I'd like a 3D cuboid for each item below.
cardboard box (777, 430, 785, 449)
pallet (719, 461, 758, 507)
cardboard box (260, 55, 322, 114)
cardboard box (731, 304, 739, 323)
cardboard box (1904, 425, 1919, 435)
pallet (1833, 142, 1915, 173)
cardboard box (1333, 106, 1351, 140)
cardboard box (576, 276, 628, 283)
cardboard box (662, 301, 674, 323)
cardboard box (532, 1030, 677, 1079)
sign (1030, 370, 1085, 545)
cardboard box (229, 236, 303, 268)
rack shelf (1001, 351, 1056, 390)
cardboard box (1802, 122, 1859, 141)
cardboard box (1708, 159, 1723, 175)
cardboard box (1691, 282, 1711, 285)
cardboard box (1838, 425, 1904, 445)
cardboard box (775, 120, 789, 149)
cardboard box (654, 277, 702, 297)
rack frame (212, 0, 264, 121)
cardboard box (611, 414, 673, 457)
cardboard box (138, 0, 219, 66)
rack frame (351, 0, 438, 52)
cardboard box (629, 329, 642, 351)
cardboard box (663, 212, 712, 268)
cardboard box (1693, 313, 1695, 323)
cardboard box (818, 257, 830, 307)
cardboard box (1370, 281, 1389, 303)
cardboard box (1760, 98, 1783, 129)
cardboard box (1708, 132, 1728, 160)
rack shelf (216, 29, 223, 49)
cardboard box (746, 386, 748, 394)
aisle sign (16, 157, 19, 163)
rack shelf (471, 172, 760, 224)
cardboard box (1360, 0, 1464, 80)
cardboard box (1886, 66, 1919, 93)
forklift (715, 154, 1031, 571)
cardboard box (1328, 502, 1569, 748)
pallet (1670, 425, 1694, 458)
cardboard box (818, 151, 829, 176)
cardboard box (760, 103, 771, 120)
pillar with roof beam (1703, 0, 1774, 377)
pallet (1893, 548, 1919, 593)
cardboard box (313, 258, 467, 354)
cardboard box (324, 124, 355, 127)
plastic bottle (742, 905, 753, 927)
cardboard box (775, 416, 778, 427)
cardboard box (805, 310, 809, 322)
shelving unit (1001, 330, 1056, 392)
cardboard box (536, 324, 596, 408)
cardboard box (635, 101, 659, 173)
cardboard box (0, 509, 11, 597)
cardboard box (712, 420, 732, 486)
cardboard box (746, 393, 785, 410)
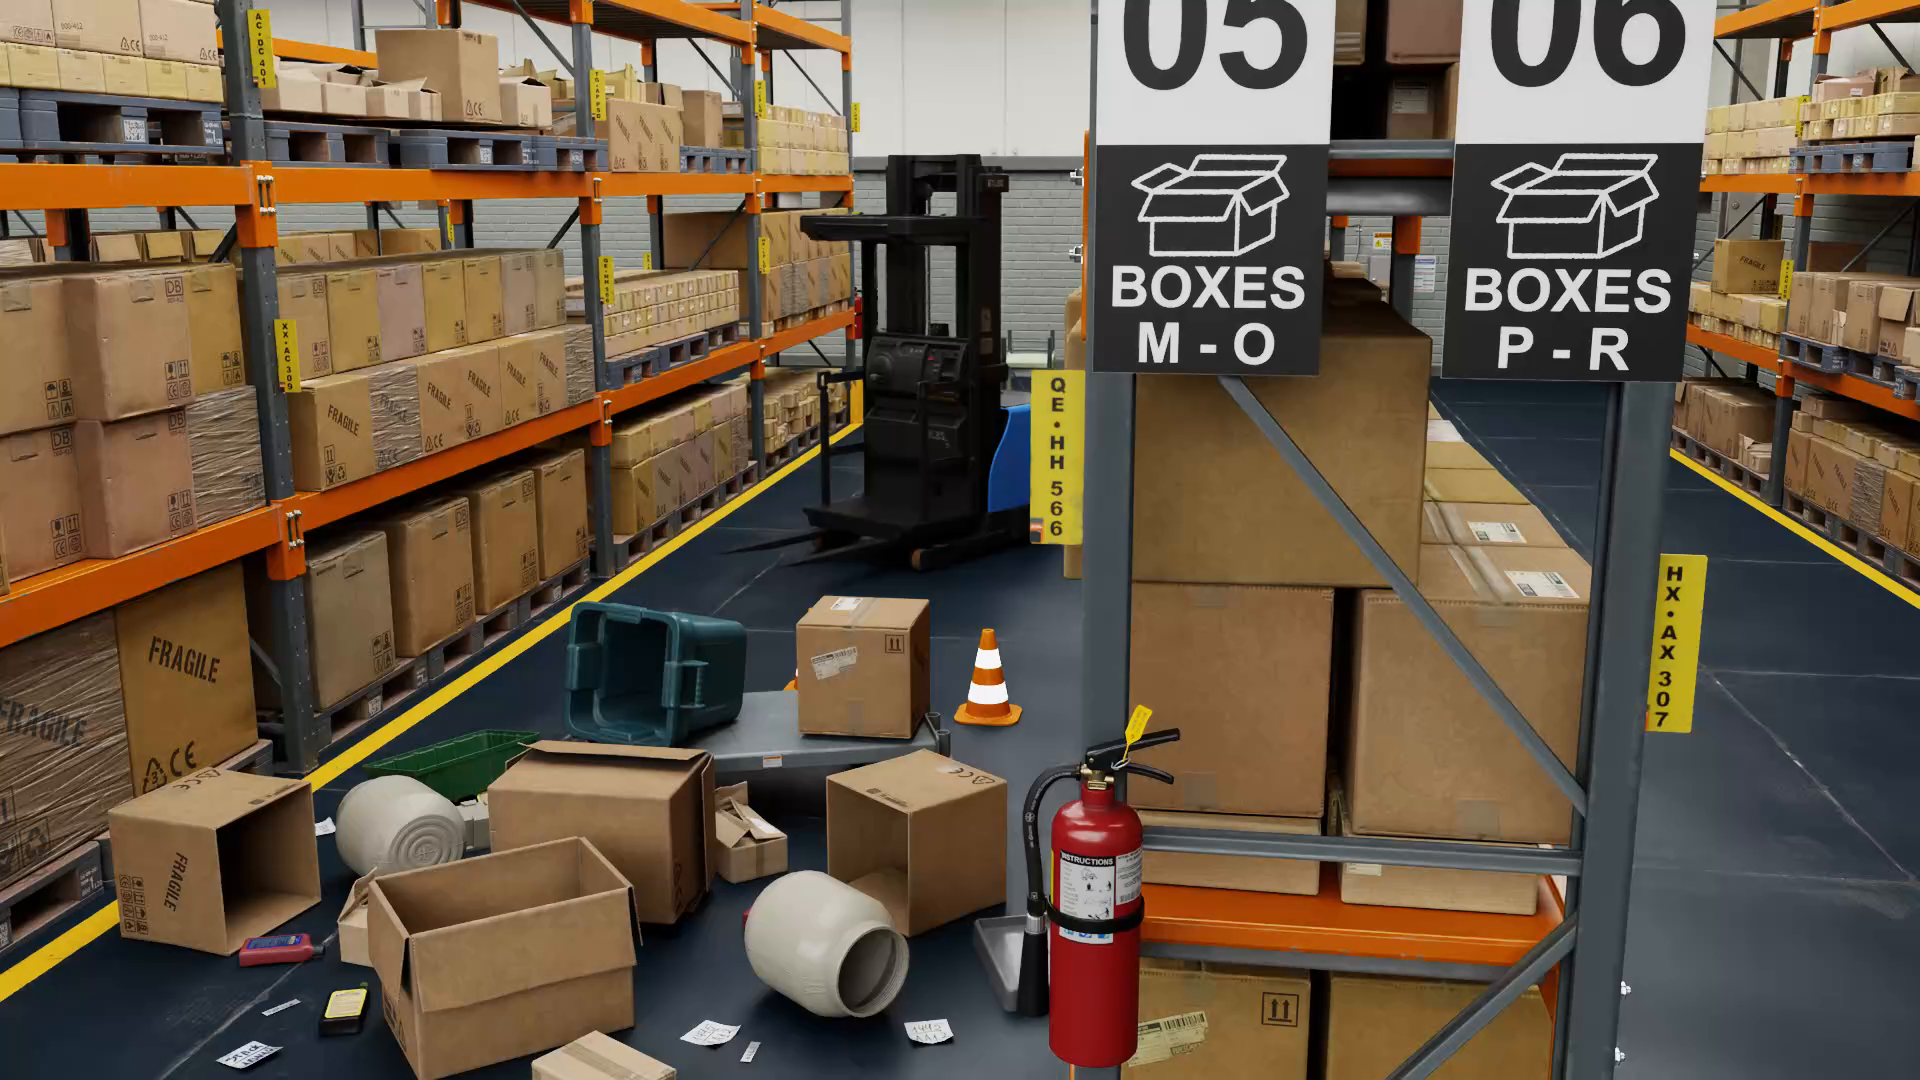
[{"bbox_3d":[-1.921,-0.979,16.187,0.380,0.149,0.250,2,12,10],"label":"cardboard box"},{"bbox_3d":[-2.453,-0.521,14.912,1.003,0.211,1.213,2,12,9],"label":"pallet"},{"bbox_3d":[-3.226,-2.154,7.832,0.258,0.266,0.396,2,12,8],"label":"cardboard box"},{"bbox_3d":[-2.200,-2.040,14.939,0.380,0.149,0.250,2,12,7],"label":"cardboard box"},{"bbox_3d":[7.628,-0.802,12.991,0.380,0.149,0.250,1,12,6],"label":"cardboard box"},{"bbox_3d":[7.151,-2.772,12.063,1.213,0.211,1.003,2,12,9],"label":"pallet"},{"bbox_3d":[1.262,-1.191,4.877,0.380,0.149,0.250,2,12,8],"label":"cardboard box"},{"bbox_3d":[-3.009,-2.136,13.973,0.380,0.149,0.250,2,12,8],"label":"cardboard box"},{"bbox_3d":[-2.481,-1.804,13.138,0.380,0.149,0.250,2,12,8],"label":"cardboard box"},{"bbox_3d":[-1.068,1.646,5.002,0.380,0.149,0.250,10,15,38],"label":"cardboard box"},{"bbox_3d":[0.181,-0.152,3.080,0.100,0.325,0.005,2,12,9],"label":"sign"},{"bbox_3d":[-6.894,-2.759,16.543,0.500,0.500,0.500,2,12,9],"label":"cardboard box"},{"bbox_3d":[0.575,-1.366,13.920,0.431,0.370,0.720,1,12,5],"label":"rack shelf"},{"bbox_3d":[7.038,-3.296,13.408,0.380,0.149,0.250,2,12,10],"label":"cardboard box"},{"bbox_3d":[7.569,-3.653,16.301,0.380,0.149,0.250,2,12,8],"label":"cardboard box"},{"bbox_3d":[7.756,-2.566,17.431,0.500,0.250,0.500,2,12,9],"label":"cardboard box"},{"bbox_3d":[7.136,-0.810,13.030,0.380,0.149,0.250,2,12,8],"label":"cardboard box"},{"bbox_3d":[-1.942,-3.880,15.927,0.500,0.250,0.500,2,12,8],"label":"cardboard box"},{"bbox_3d":[-2.367,-2.115,13.873,0.380,0.149,0.250,1,12,7],"label":"cardboard box"},{"bbox_3d":[-3.565,-3.314,7.011,1.000,3.000,0.127,2,12,9],"label":"rack frame"},{"bbox_3d":[-2.527,-0.805,12.766,0.500,0.250,0.500,2,12,8],"label":"cardboard box"},{"bbox_3d":[-3.387,-2.063,6.742,0.500,0.250,0.500,2,12,8],"label":"cardboard box"},{"bbox_3d":[-6.605,-5.994,19.445,1.000,3.000,0.127,2,12,9],"label":"rack frame"},{"bbox_3d":[-2.600,-1.495,12.410,0.380,0.149,0.250,3,12,11],"label":"cardboard box"},{"bbox_3d":[-2.530,-2.836,15.718,0.500,0.500,0.500,1,12,7],"label":"cardboard box"},{"bbox_3d":[7.771,-2.287,17.083,0.380,0.149,0.250,2,12,8],"label":"cardboard box"},{"bbox_3d":[-1.687,-2.759,17.731,0.500,0.500,0.500,2,12,9],"label":"cardboard box"},{"bbox_3d":[1.763,-1.045,7.243,0.380,0.149,0.250,2,12,8],"label":"cardboard box"},{"bbox_3d":[7.386,-3.749,14.612,0.500,0.250,0.500,2,12,8],"label":"cardboard box"},{"bbox_3d":[7.605,-3.822,16.139,0.500,0.250,0.500,2,12,7],"label":"cardboard box"},{"bbox_3d":[-7.528,-4.198,13.768,1.077,0.370,4.000,2,12,9],"label":"rack shelf"},{"bbox_3d":[-2.409,-1.506,17.217,0.380,0.149,0.250,1,12,7],"label":"cardboard box"},{"bbox_3d":[-11.782,-4.517,20.662,0.394,0.787,0.004,2,12,9],"label":"aisle sign"},{"bbox_3d":[-2.643,-2.745,13.198,1.077,0.370,4.000,2,12,9],"label":"rack shelf"},{"bbox_3d":[1.067,-1.044,3.247,0.500,0.250,0.500,2,12,8],"label":"cardboard box"},{"bbox_3d":[7.490,-3.571,12.995,0.396,0.266,0.258,2,12,9],"label":"cardboard box"},{"bbox_3d":[-0.464,-1.327,12.196,1.130,2.935,3.031,10,16,39],"label":"forklift"},{"bbox_3d":[1.150,0.199,4.007,0.500,0.500,0.500,2,12,10],"label":"cardboard box"},{"bbox_3d":[7.959,-1.035,17.295,1.003,0.211,1.213,2,12,9],"label":"pallet"},{"bbox_3d":[-1.689,-3.960,17.484,0.500,0.250,0.500,2,12,11],"label":"cardboard box"},{"bbox_3d":[-1.976,-3.987,15.478,0.380,0.149,0.250,1,12,6],"label":"cardboard box"},{"bbox_3d":[5.144,-6.184,20.329,9.100,9.000,0.400,2,12,9],"label":"pillar with roof beam"},{"bbox_3d":[7.014,0.294,11.127,1.003,0.211,1.213,2,12,9],"label":"pallet"},{"bbox_3d":[-3.261,-1.340,9.480,0.700,0.500,0.500,2,12,8],"label":"cardboard box"},{"bbox_3d":[-6.852,-4.379,17.600,0.700,0.500,0.500,2,12,11],"label":"cardboard box"},{"bbox_3d":[-0.710,1.402,6.341,0.133,0.061,0.283,4,13,18],"label":"plastic bottle"},{"bbox_3d":[-2.011,-1.176,16.396,0.380,0.149,0.250,2,12,8],"label":"cardboard box"},{"bbox_3d":[-1.800,-2.358,17.413,0.380,0.149,0.250,2,12,10],"label":"cardboard box"},{"bbox_3d":[0.575,-0.985,14.002,0.431,1.500,0.755,1,12,5],"label":"shelving unit"},{"bbox_3d":[-2.754,-1.160,11.021,0.500,0.500,0.500,2,12,9],"label":"cardboard box"},{"bbox_3d":[-2.530,-2.944,12.176,0.500,0.500,0.500,2,12,9],"label":"cardboard box"},{"bbox_3d":[-3.854,-0.040,5.703,0.875,0.550,0.500,2,12,9],"label":"cardboard box"},{"bbox_3d":[-2.279,-0.761,14.341,0.500,0.500,0.500,2,12,7],"label":"cardboard box"},{"bbox_3d":[-1.969,-1.379,16.629,0.380,0.149,0.250,2,12,7],"label":"cardboard box"}]
